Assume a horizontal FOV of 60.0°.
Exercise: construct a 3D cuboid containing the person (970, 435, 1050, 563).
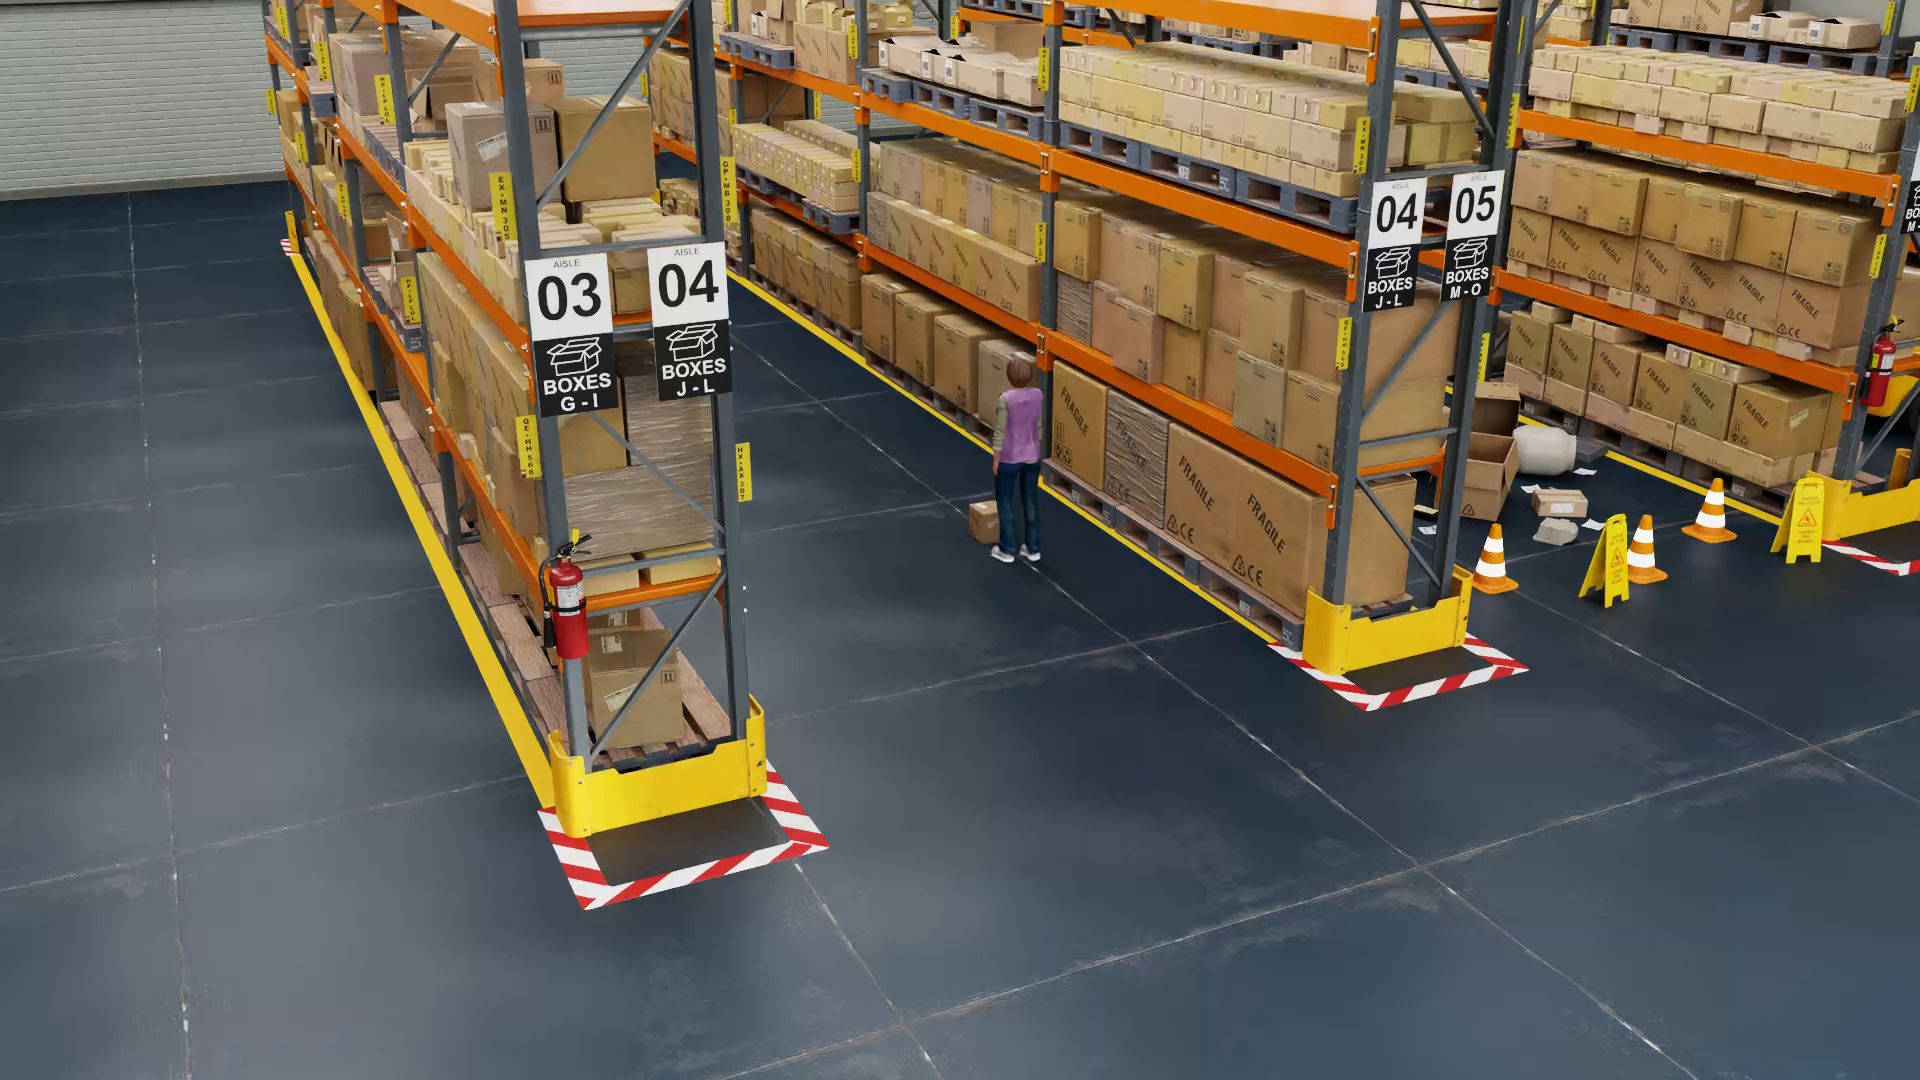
[{"bbox_3d":[0.378,-0.297,12.671,0.443,0.867,0.799,-10,25,-24],"label":"person"}]
